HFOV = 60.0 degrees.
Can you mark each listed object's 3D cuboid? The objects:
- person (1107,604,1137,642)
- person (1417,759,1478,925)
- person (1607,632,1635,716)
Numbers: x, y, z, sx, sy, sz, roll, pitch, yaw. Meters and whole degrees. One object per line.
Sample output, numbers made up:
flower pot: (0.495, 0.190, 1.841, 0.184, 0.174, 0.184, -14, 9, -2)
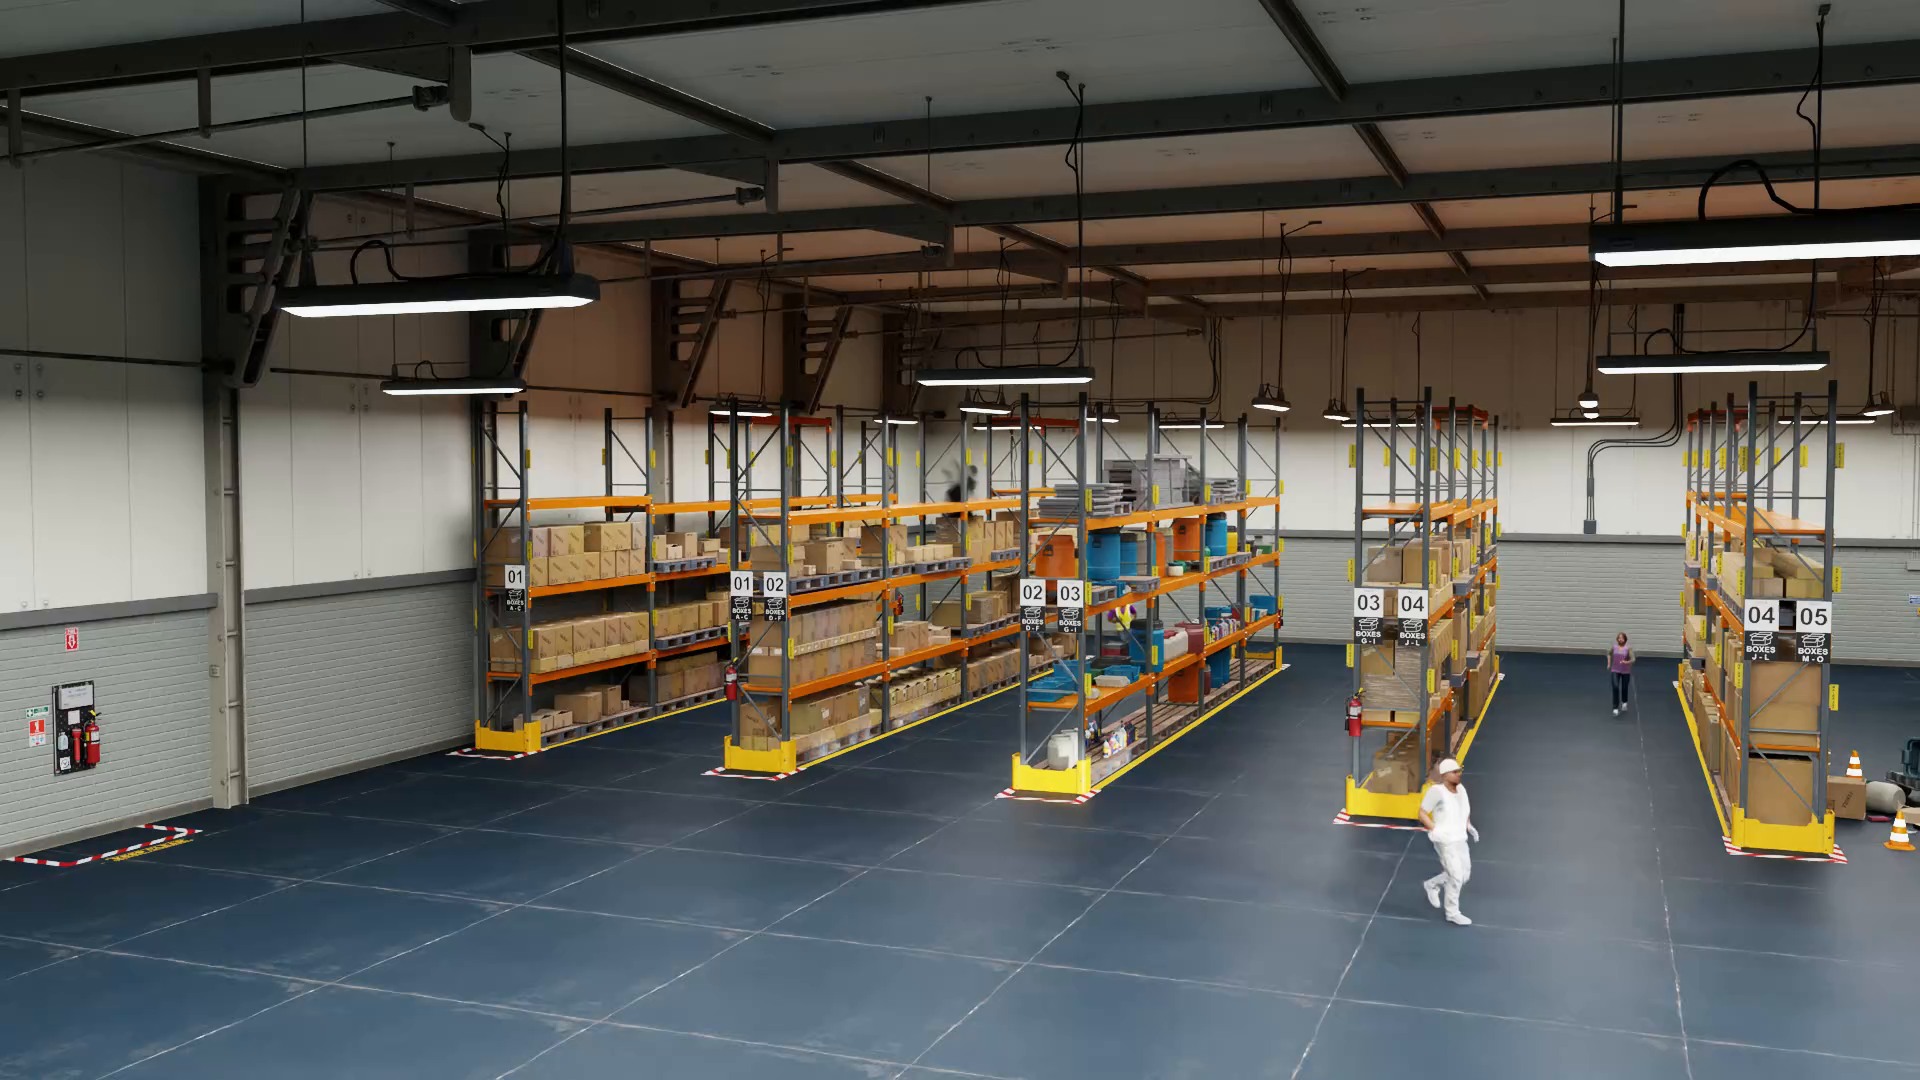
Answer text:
person: (3.938, 2.177, 40.276, 0.734, 1.747, 0.901, 0, 3, 5)
person: (5.269, 3.243, 18.026, 0.705, 1.749, 0.661, -2, 3, -35)
person: (12.910, 2.600, 32.494, 0.542, 1.598, 0.867, 1, 3, 27)
